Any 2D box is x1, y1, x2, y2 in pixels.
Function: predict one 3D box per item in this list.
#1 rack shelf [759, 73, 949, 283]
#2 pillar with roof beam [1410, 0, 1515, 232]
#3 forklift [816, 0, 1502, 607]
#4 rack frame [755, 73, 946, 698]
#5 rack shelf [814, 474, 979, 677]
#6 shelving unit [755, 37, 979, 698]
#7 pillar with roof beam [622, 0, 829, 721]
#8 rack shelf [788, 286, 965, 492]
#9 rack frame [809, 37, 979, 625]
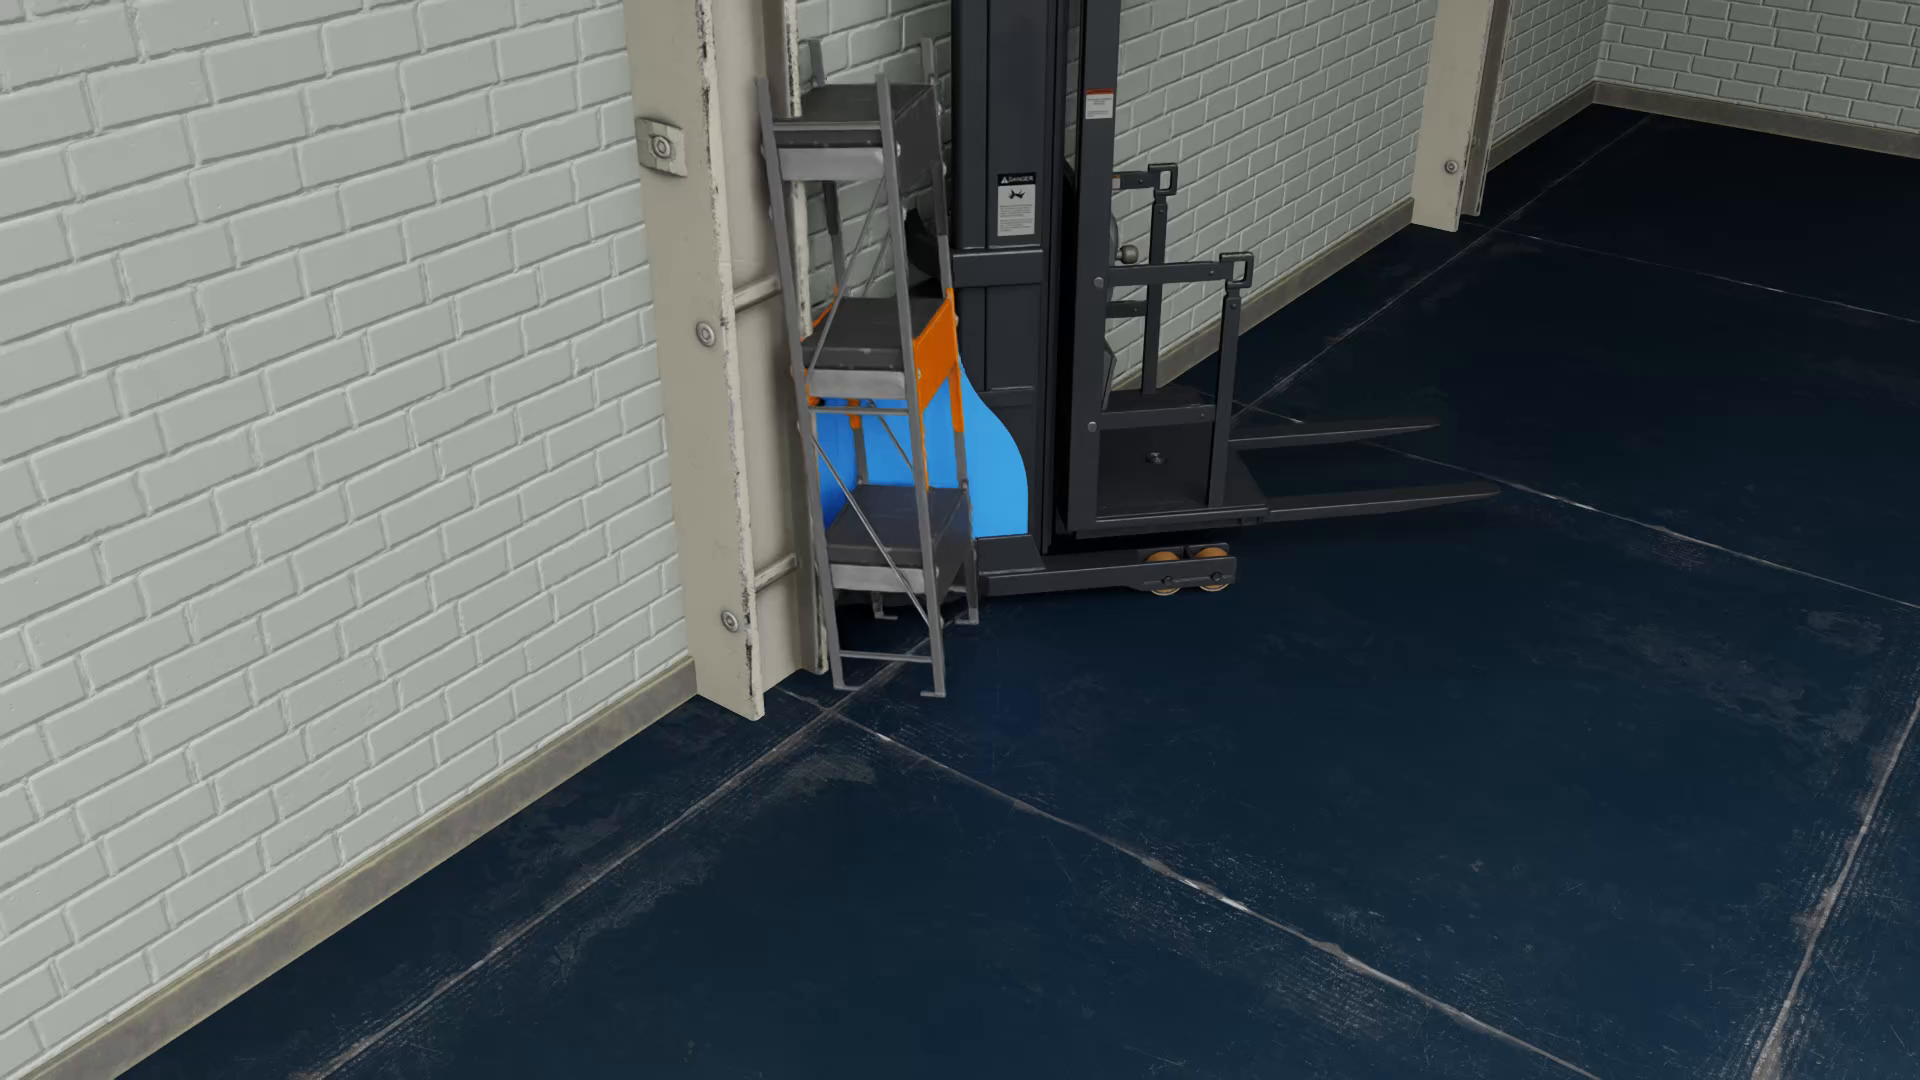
[{"bbox_3d":[-0.312,-1.123,5.138,0.431,0.518,0.480,3,28,14],"label":"rack shelf"},{"bbox_3d":[6.346,-4.491,5.501,9.100,9.000,0.400,21,37,31],"label":"pillar with roof beam"},{"bbox_3d":[0.619,-1.310,6.086,3.031,2.935,1.130,-5,31,-8],"label":"forklift"},{"bbox_3d":[-0.320,-0.403,5.247,0.400,2.100,0.015,3,28,14],"label":"rack frame"},{"bbox_3d":[-0.208,0.115,5.783,0.431,0.518,0.480,3,28,14],"label":"rack shelf"},{"bbox_3d":[-0.261,-0.516,5.454,0.431,2.100,0.503,3,28,14],"label":"shelving unit"},{"bbox_3d":[2.725,-2.052,1.386,9.100,9.000,0.400,21,37,31],"label":"pillar with roof beam"},{"bbox_3d":[-0.260,-0.504,5.461,0.431,0.518,0.480,3,28,14],"label":"rack shelf"},{"bbox_3d":[-0.202,-0.630,5.662,0.400,2.100,0.015,3,28,14],"label":"rack frame"}]
